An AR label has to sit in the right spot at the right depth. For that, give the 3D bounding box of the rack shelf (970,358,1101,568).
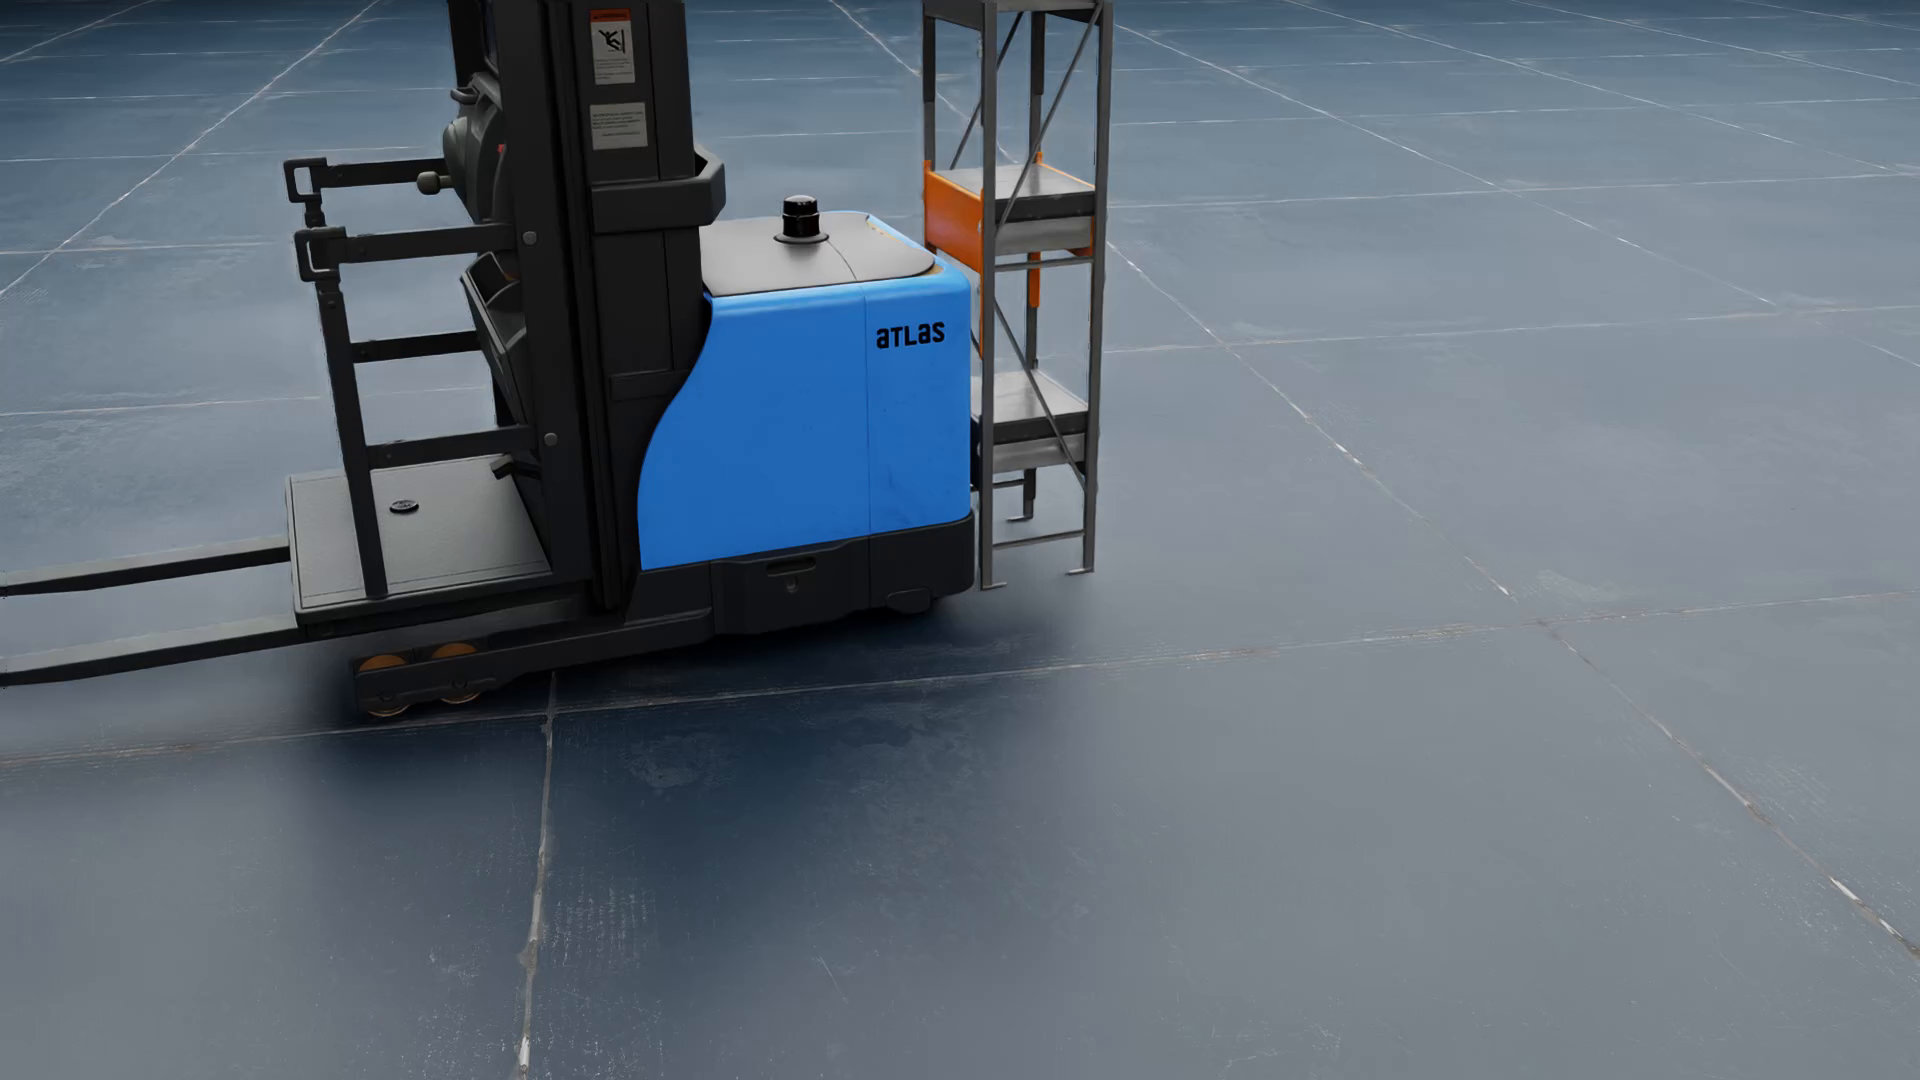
[{"bbox_3d":[0.164,-0.267,5.520,0.431,0.518,0.480,-9,25,-20],"label":"rack shelf"}]

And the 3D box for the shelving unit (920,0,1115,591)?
[{"bbox_3d":[0.164,-0.921,5.235,0.431,2.100,0.503,-9,25,-20],"label":"shelving unit"}]

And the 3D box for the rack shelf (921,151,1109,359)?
[{"bbox_3d":[0.164,-0.908,5.240,0.431,0.518,0.480,-9,25,-20],"label":"rack shelf"}]

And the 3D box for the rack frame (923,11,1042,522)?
[{"bbox_3d":[0.073,-1.011,5.442,0.400,2.100,0.015,-9,25,-20],"label":"rack frame"}]

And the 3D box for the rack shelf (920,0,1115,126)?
[{"bbox_3d":[0.164,-1.550,4.960,0.431,0.518,0.480,-9,25,-20],"label":"rack shelf"}]

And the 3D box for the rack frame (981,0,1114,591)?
[{"bbox_3d":[0.255,-0.830,5.027,0.400,2.100,0.015,-9,25,-20],"label":"rack frame"}]

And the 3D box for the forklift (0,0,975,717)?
[{"bbox_3d":[-1.523,-1.092,4.588,3.031,2.935,1.130,-9,25,-20],"label":"forklift"}]
